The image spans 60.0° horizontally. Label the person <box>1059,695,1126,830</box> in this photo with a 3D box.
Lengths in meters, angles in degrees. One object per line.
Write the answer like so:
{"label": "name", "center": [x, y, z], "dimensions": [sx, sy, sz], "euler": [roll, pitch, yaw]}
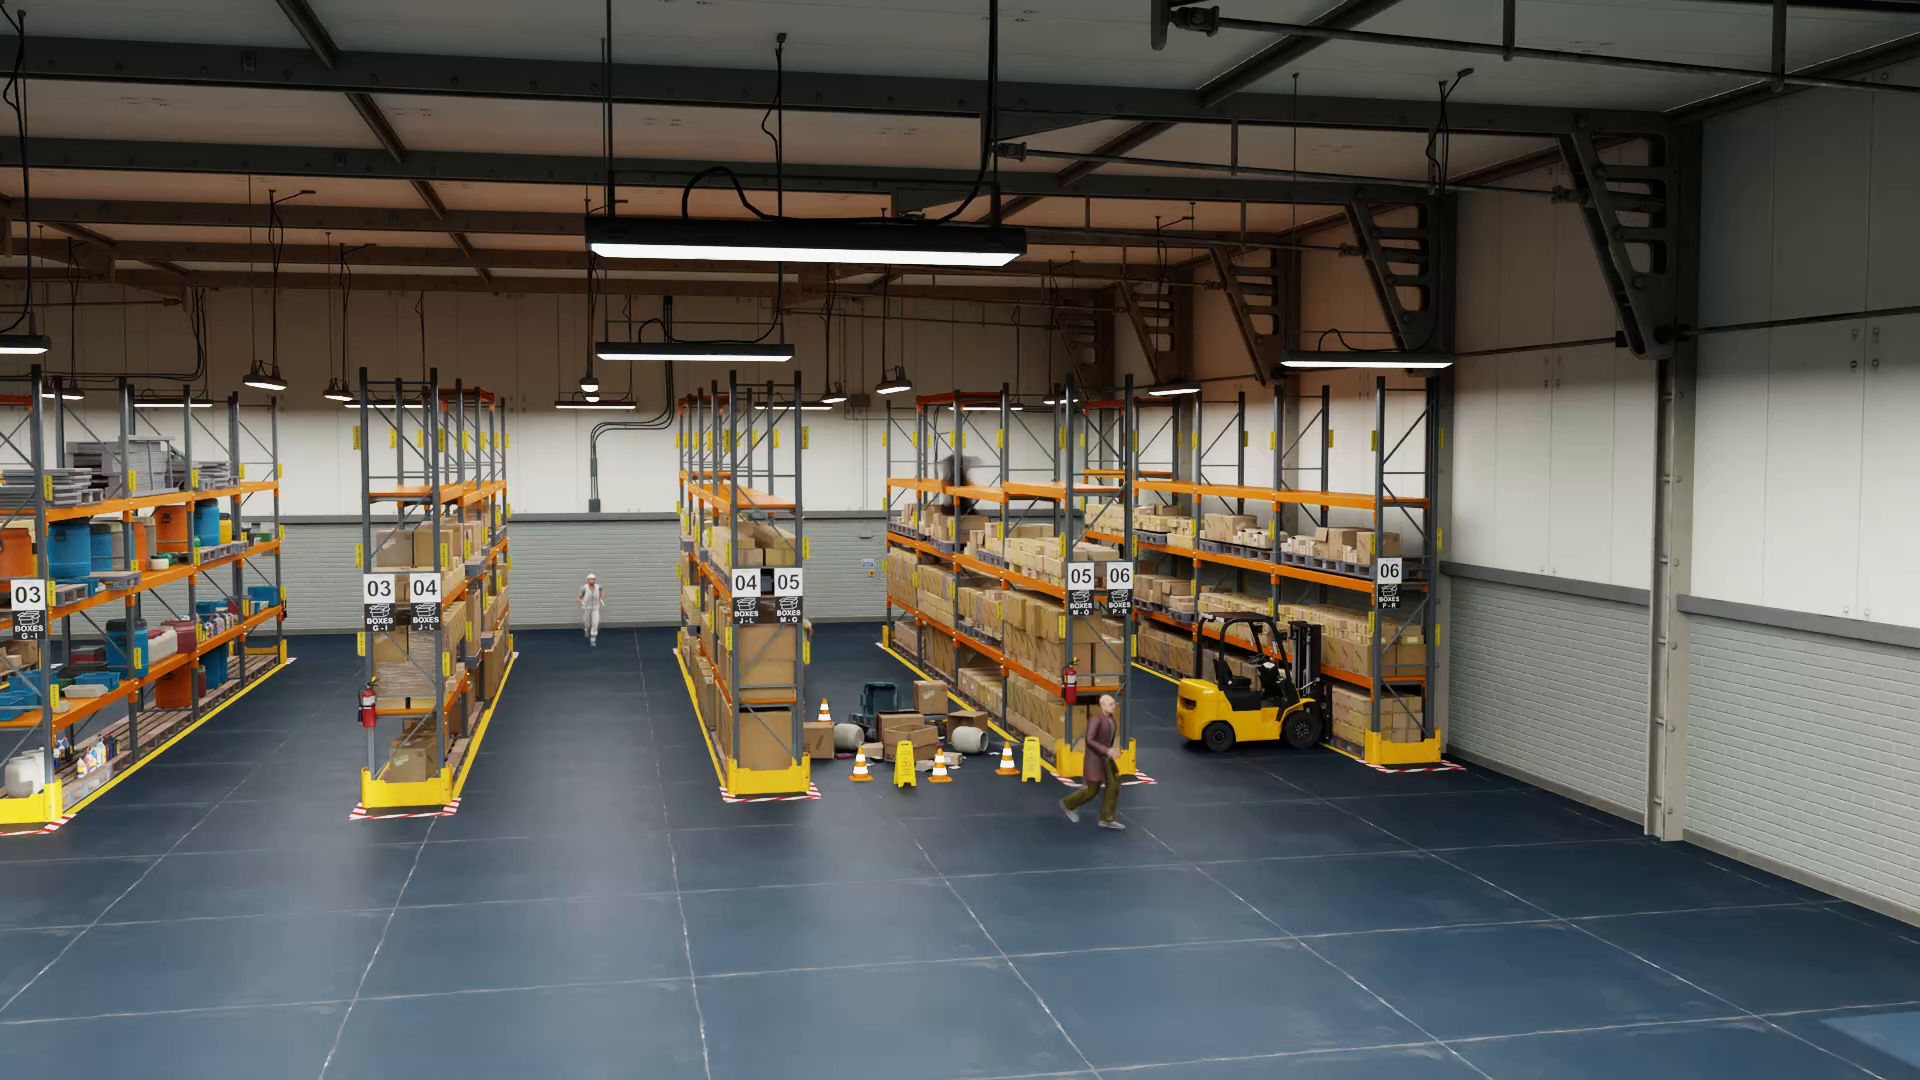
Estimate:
{"label": "person", "center": [1.717, 2.855, 21.538], "dimensions": [0.925, 1.741, 0.707], "euler": [2, 4, 34]}

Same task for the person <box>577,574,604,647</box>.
{"label": "person", "center": [-9.070, 1.709, 40.888], "dimensions": [0.675, 1.777, 0.892], "euler": [-1, 4, -23]}

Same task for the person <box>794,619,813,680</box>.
{"label": "person", "center": [-3.261, 2.168, 33.668], "dimensions": [0.568, 1.675, 0.934], "euler": [0, 3, -7]}
